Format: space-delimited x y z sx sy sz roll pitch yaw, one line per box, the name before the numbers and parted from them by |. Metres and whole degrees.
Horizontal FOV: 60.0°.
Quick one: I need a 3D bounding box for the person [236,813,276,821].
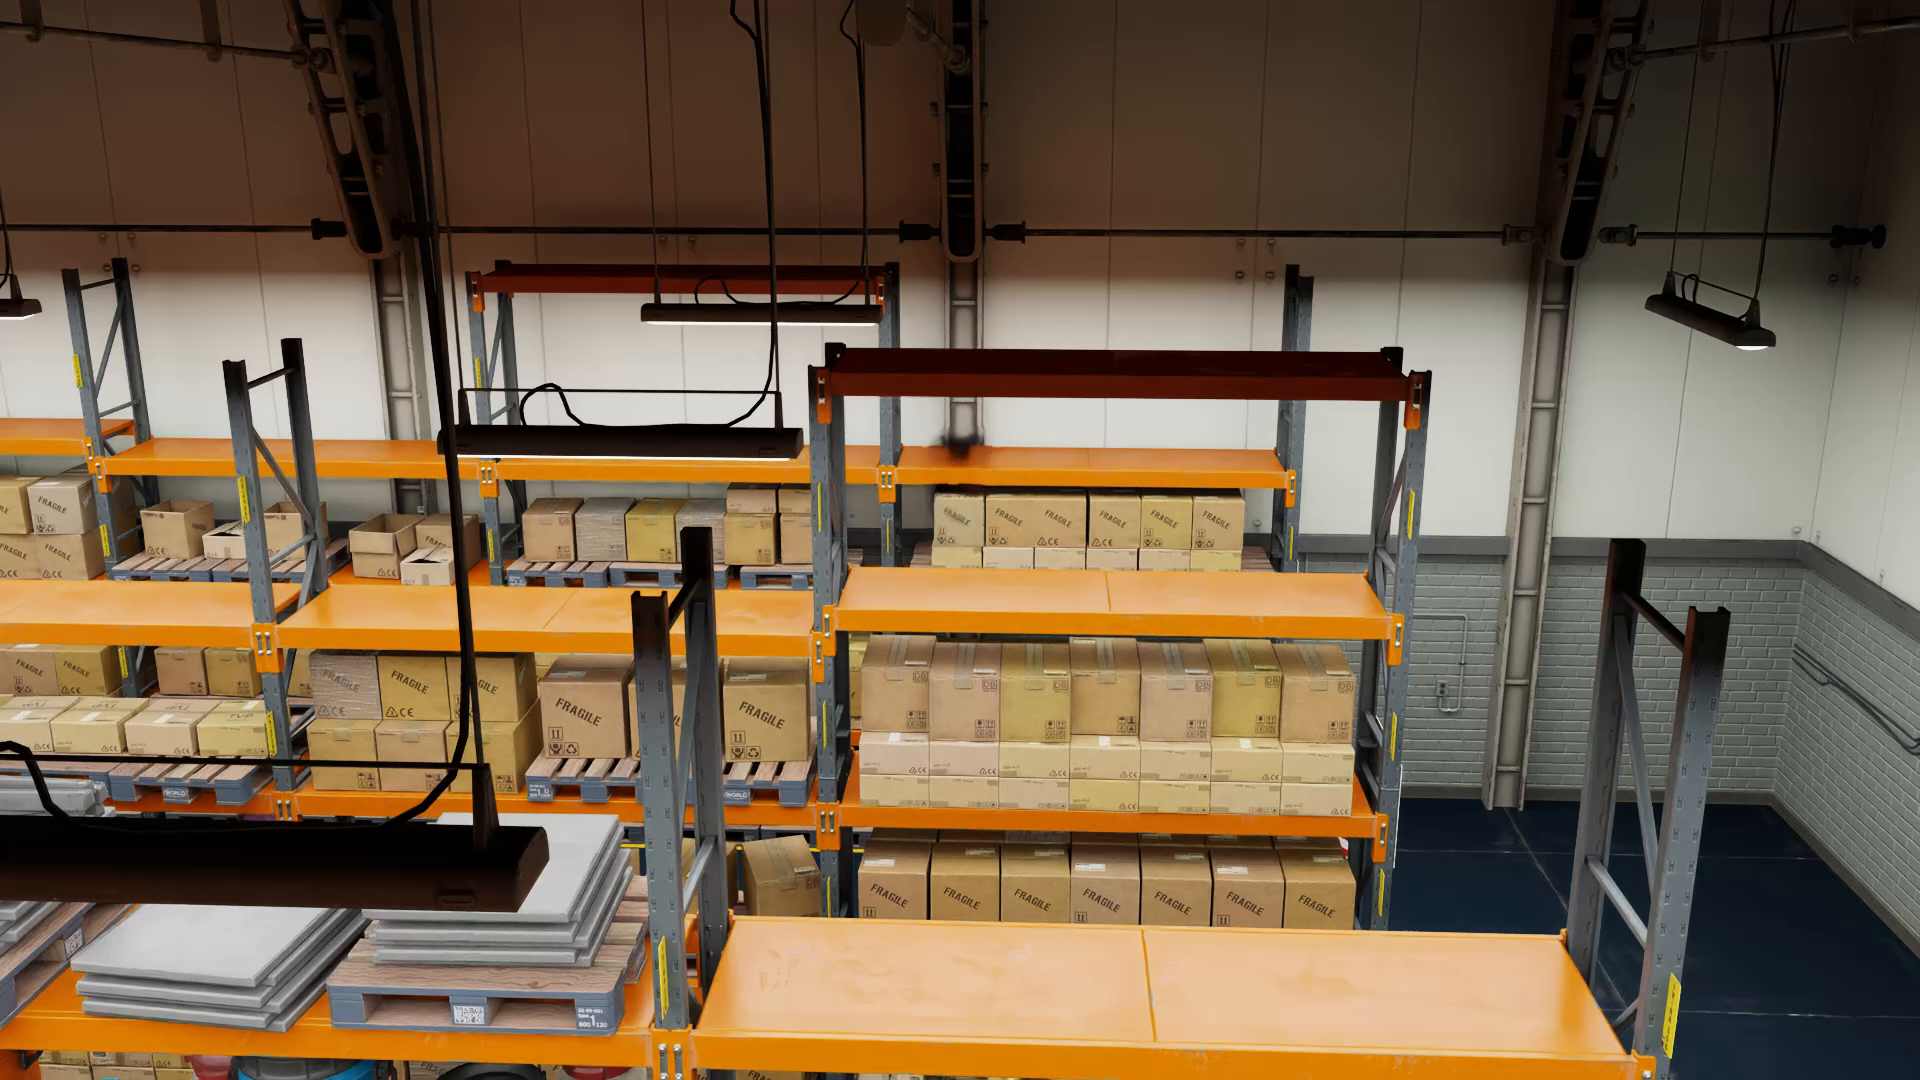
person | -6.756 2.805 16.094 0.473 1.620 0.339 -2 16 -7
